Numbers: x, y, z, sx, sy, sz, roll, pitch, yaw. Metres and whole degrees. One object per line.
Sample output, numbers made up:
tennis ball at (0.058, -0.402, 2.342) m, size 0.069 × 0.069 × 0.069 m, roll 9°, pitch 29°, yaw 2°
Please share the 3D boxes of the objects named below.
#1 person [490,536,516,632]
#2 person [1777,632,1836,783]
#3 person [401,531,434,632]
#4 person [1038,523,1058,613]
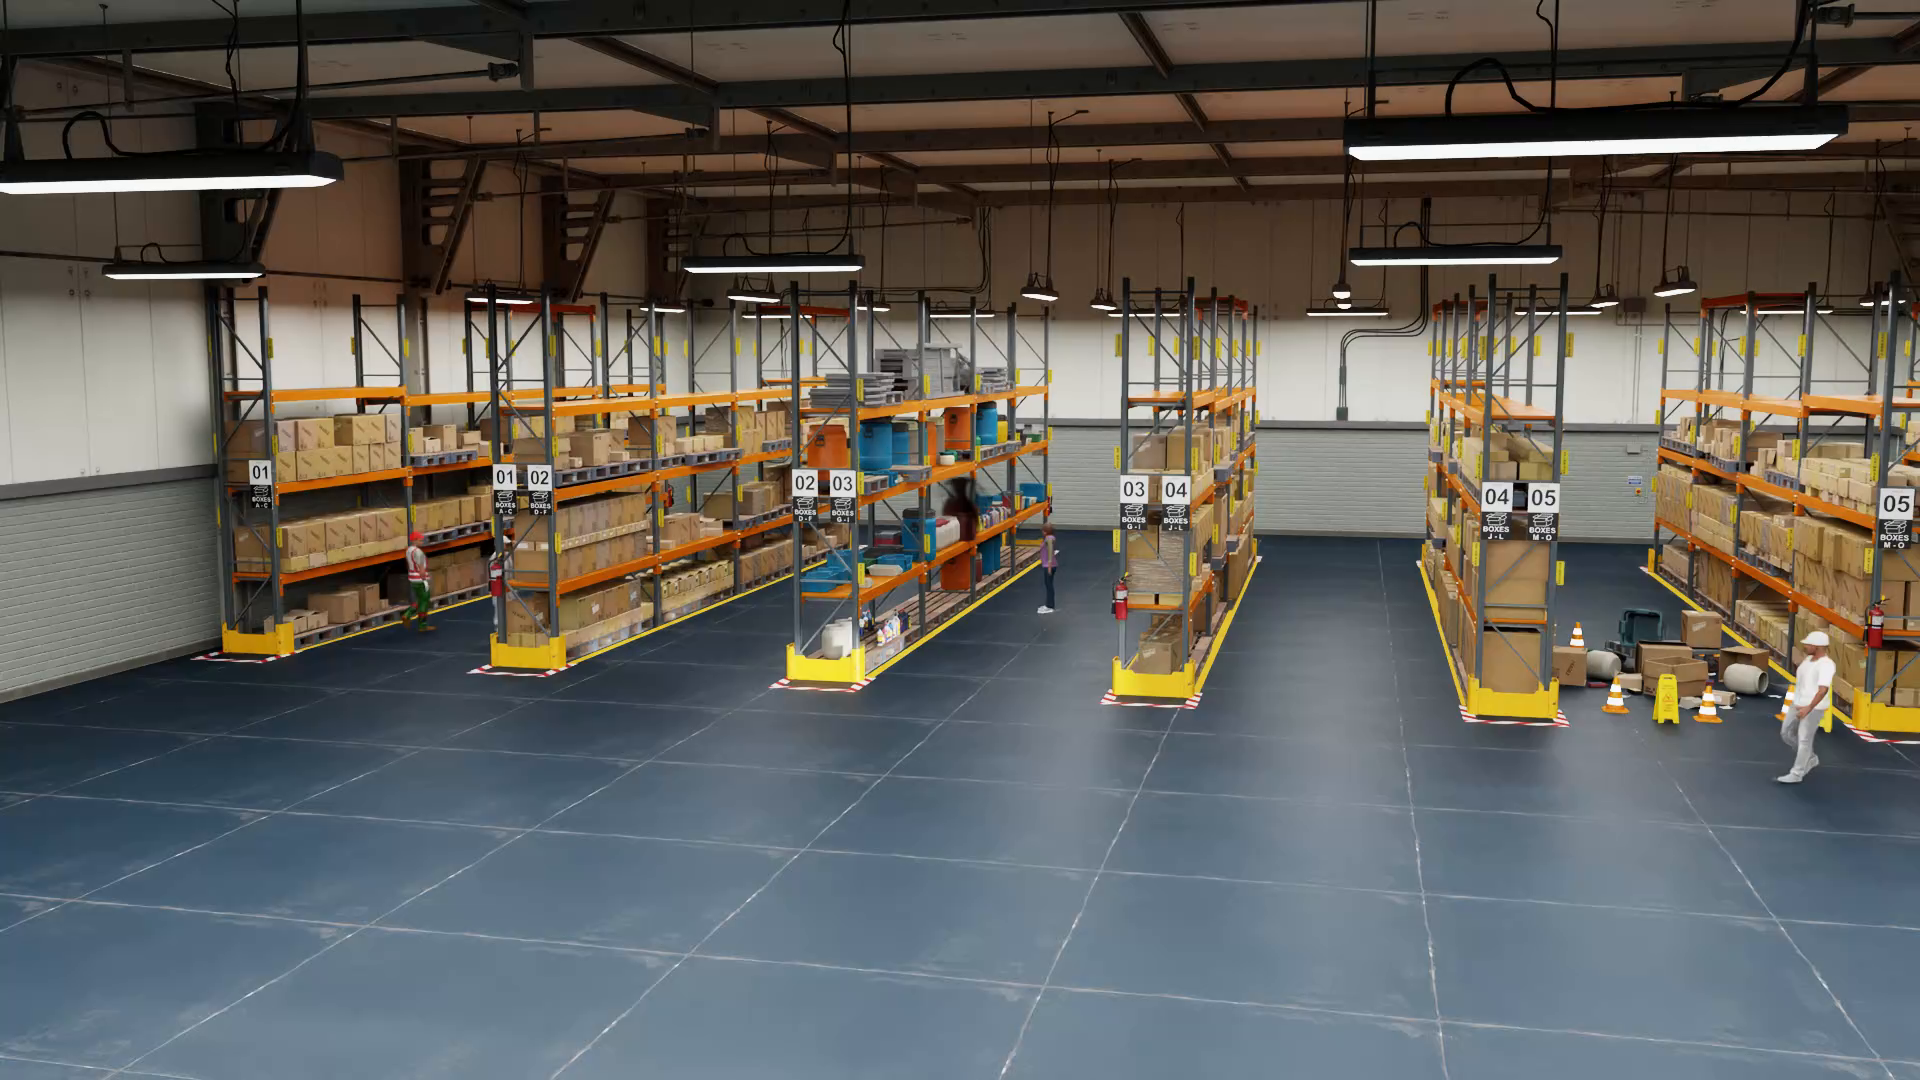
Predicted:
person at (-7.892, 0.817, 28.683) m, size 0.367 × 1.796 × 0.559 m, roll 3°, pitch 7°, yaw 25°
person at (9.756, 1.927, 19.235) m, size 0.618 × 1.756 × 0.629 m, roll -1°, pitch 7°, yaw -12°
person at (-9.560, 0.735, 29.323) m, size 0.555 × 1.782 × 0.572 m, roll -6°, pitch 9°, yaw -41°
person at (1.565, 0.490, 29.762) m, size 0.372 × 1.594 × 0.486 m, roll 0°, pitch 7°, yaw -2°
